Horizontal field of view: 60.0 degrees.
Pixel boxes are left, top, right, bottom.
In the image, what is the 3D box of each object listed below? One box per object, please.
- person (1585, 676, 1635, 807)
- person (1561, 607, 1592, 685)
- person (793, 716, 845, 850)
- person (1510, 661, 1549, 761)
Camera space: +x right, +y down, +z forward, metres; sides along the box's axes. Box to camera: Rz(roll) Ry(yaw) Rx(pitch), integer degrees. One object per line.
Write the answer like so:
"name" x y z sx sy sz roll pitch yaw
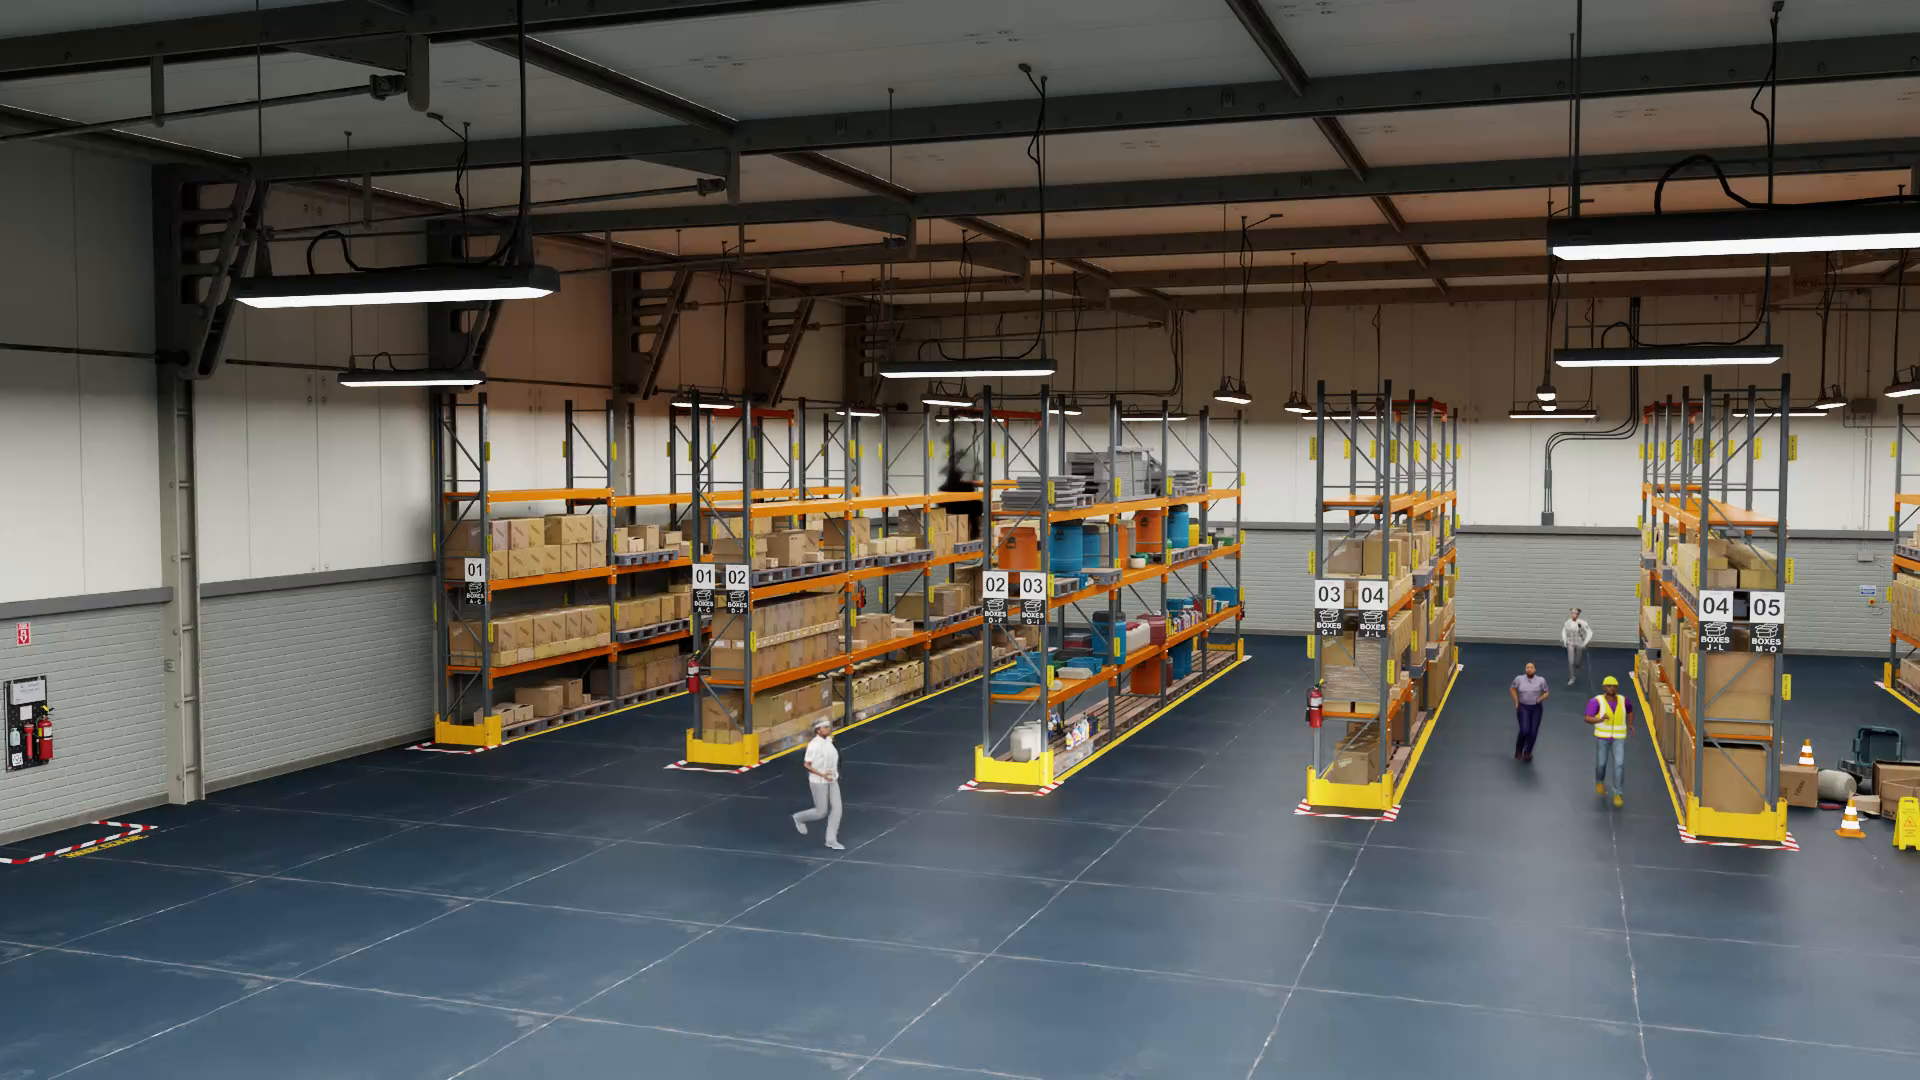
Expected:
"person" 9.268 2.829 23.710 0.691 1.776 0.944 1 3 13
"person" 13.310 2.275 35.874 0.637 1.680 0.626 2 4 33
"person" -1.757 3.054 21.057 0.764 1.682 0.579 2 4 35
"person" 9.181 2.768 26.773 0.581 1.631 0.631 1 3 12
